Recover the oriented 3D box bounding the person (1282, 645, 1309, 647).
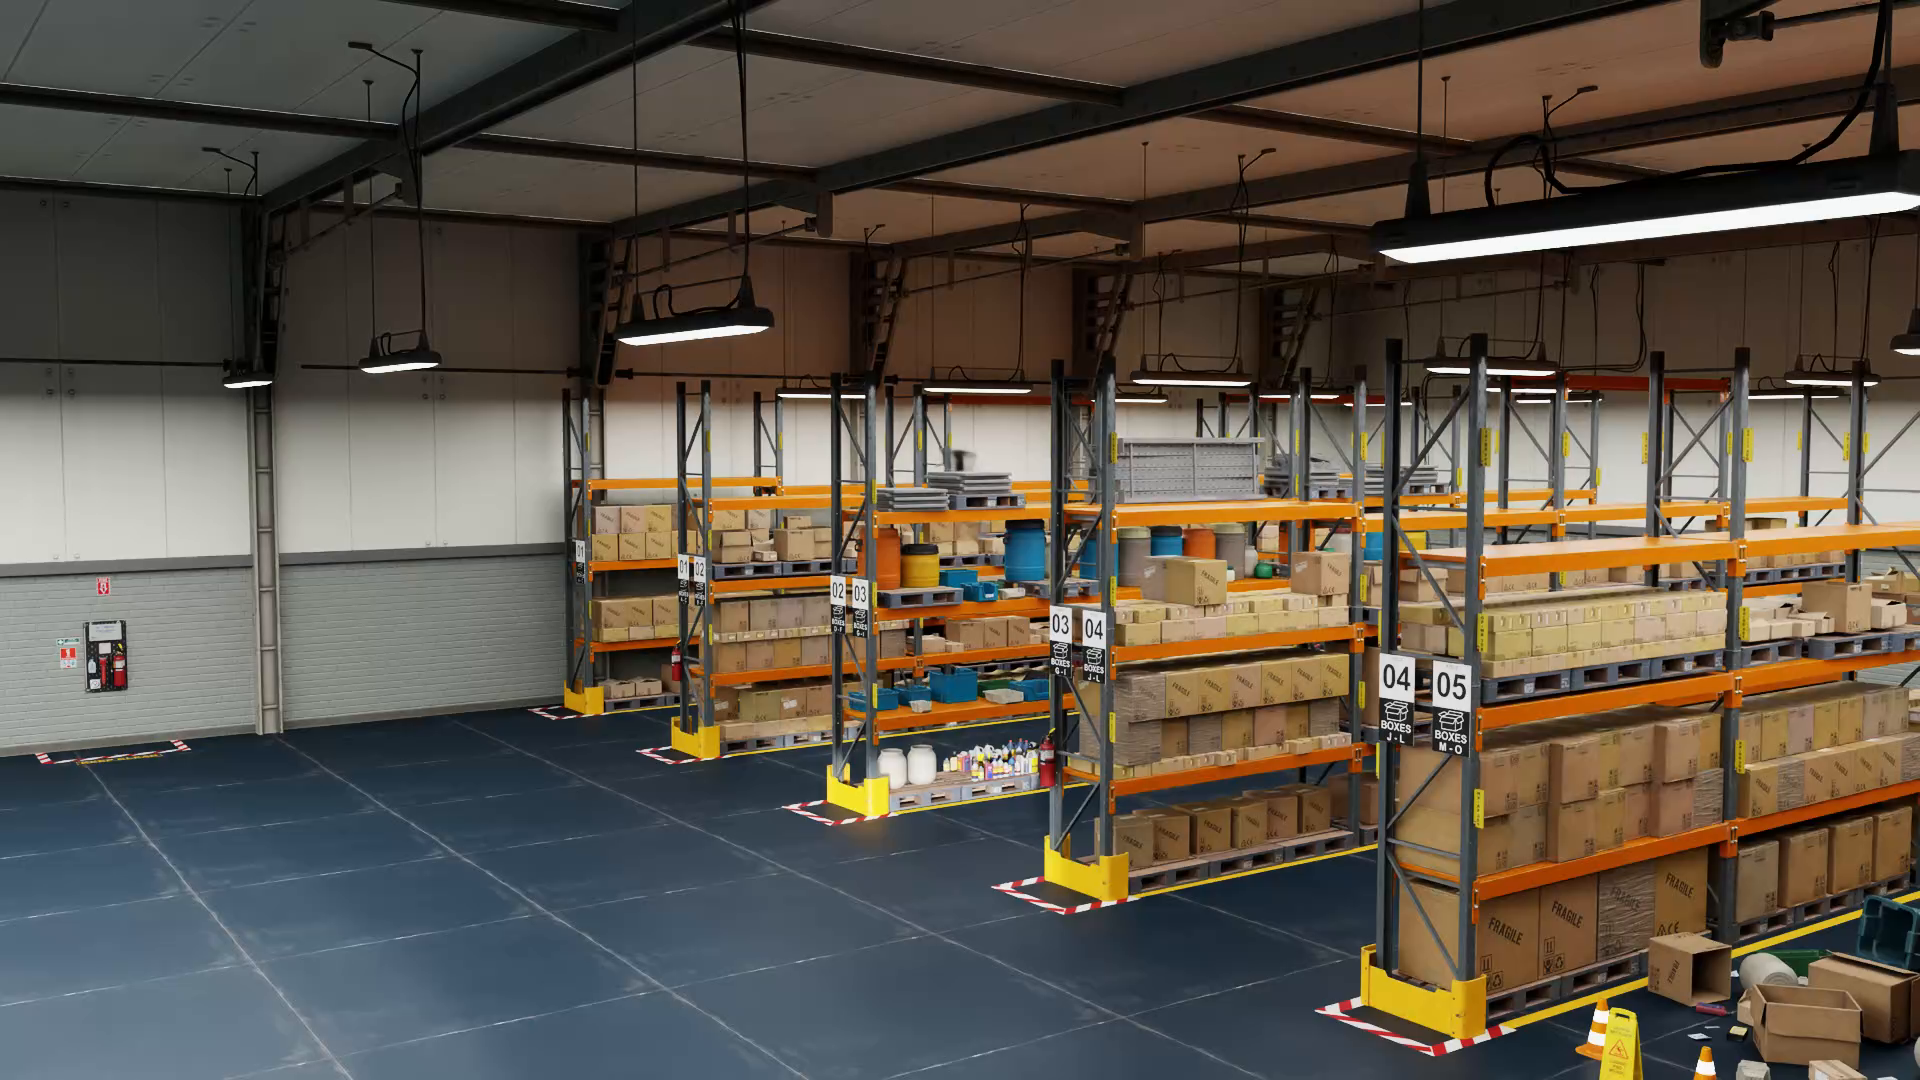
[{"bbox_3d":[6.359,2.233,31.874,0.931,1.847,0.659,-3,4,-35],"label":"person"}]
